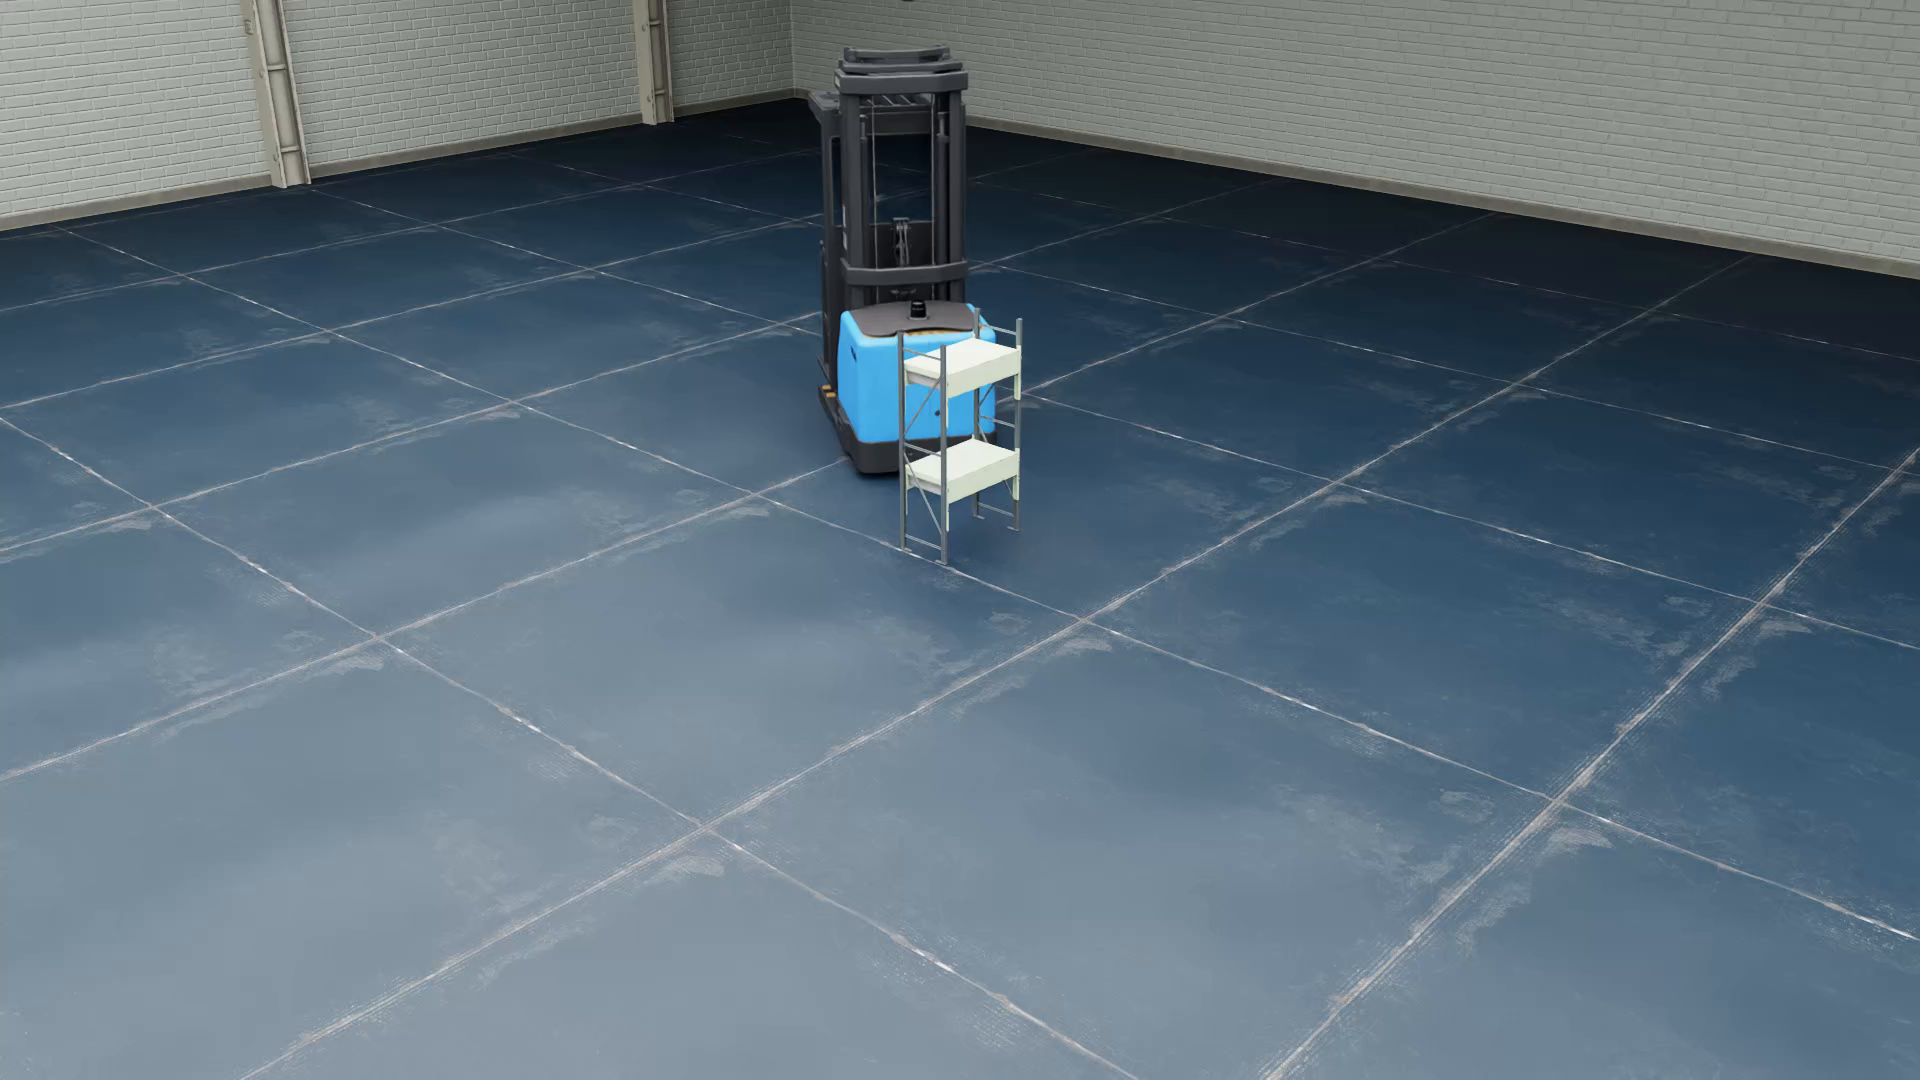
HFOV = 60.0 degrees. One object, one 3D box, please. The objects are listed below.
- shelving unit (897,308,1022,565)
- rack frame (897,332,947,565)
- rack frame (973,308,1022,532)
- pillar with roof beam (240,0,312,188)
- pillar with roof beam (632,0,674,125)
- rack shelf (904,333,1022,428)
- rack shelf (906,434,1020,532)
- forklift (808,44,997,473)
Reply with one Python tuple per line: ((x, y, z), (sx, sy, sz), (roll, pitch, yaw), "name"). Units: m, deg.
((0.004, -0.686, 10.948), (0.431, 1.500, 0.755), (20, 31, 38), "shelving unit")
((-0.240, -0.575, 10.699), (0.400, 1.500, 0.023), (20, 31, 38), "rack frame")
((0.249, -0.798, 11.196), (0.400, 1.500, 0.023), (20, 31, 38), "rack frame")
((-5.447, -7.538, 17.062), (9.100, 9.000, 0.400), (20, 31, 38), "pillar with roof beam")
((-1.442, -9.366, 21.140), (9.100, 9.000, 0.400), (20, 31, 38), "pillar with roof beam")
((0.004, -1.042, 10.788), (0.431, 0.370, 0.720), (20, 31, 38), "rack shelf")
((0.004, -0.389, 11.081), (0.431, 0.370, 0.720), (20, 31, 38), "rack shelf")
((-0.552, -2.400, 13.021), (1.130, 2.935, 3.031), (-5, 25, -12), "forklift")
